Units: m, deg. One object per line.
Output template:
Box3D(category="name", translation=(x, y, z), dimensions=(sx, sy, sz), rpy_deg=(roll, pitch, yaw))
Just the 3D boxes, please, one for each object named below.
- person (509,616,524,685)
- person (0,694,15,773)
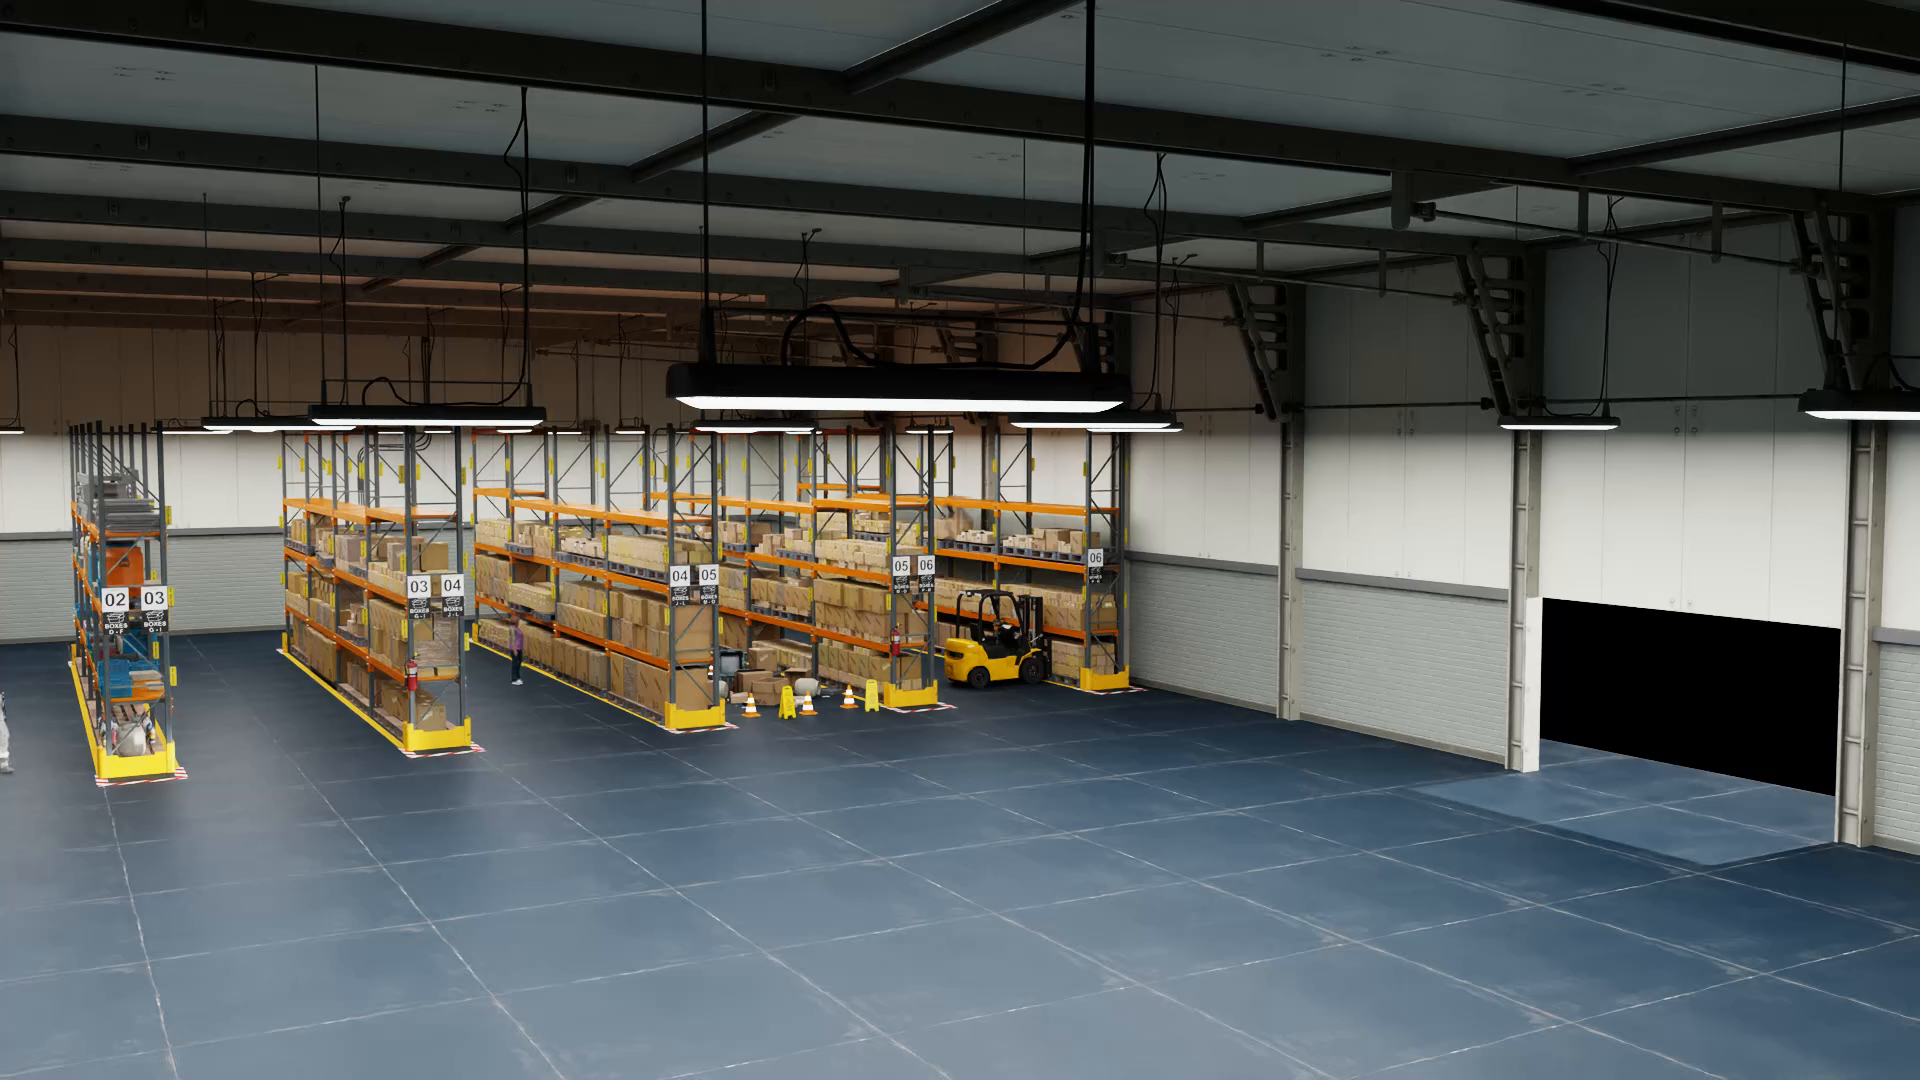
Box3D(category="person", translation=(-10.274, 2.559, 38.547), dimensions=(0.374, 1.627, 0.489), rpy_deg=(1, 4, 13))
Box3D(category="person", translation=(-16.513, 3.094, 28.332), dimensions=(1.002, 1.752, 0.476), rpy_deg=(3, 5, 39))
